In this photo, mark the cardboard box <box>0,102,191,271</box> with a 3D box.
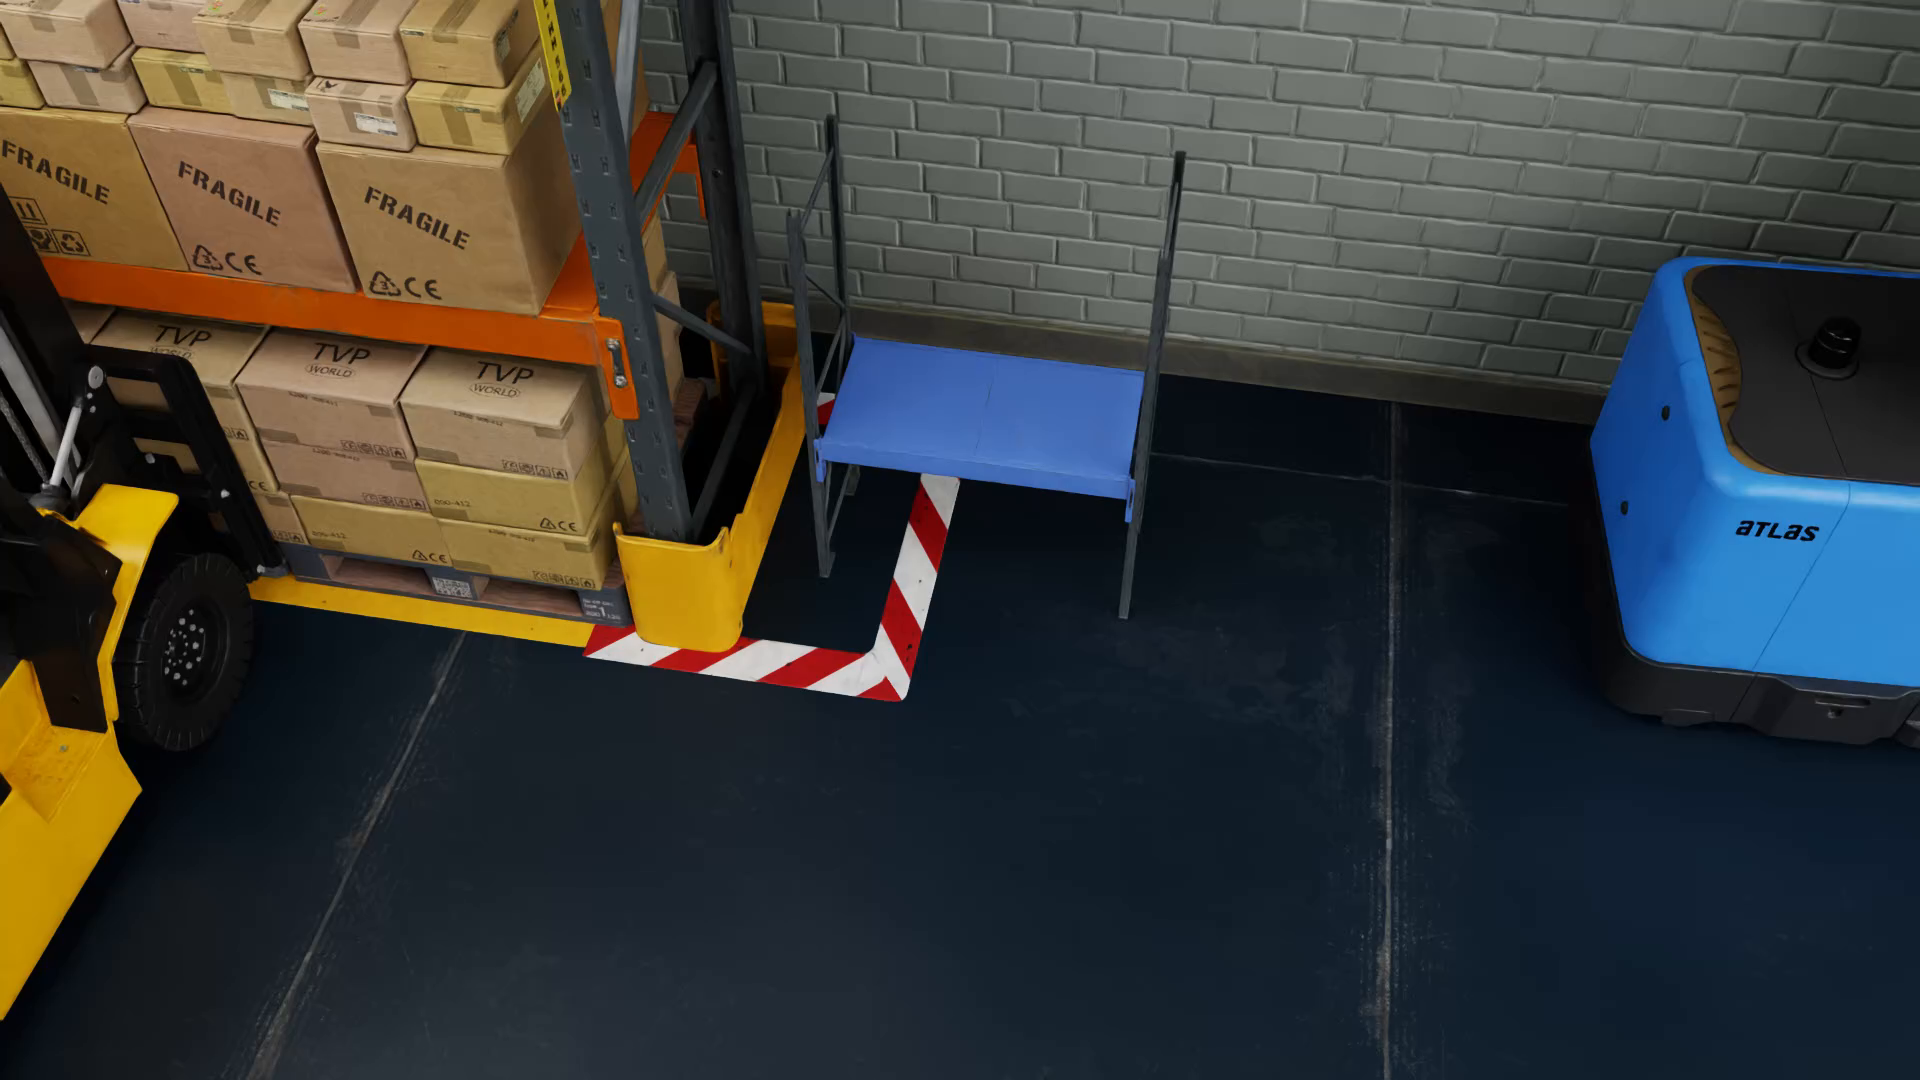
[{"bbox_3d":[-2.373,-1.130,4.682,0.500,0.500,0.500,7,48,6],"label":"cardboard box"}]

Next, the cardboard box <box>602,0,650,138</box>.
[{"bbox_3d":[-1.267,-1.383,4.909,0.500,0.500,0.500,9,49,8],"label":"cardboard box"}]

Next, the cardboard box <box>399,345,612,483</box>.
[{"bbox_3d":[-1.337,-0.469,5.049,0.500,0.250,0.500,9,49,8],"label":"cardboard box"}]

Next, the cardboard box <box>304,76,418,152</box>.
[{"bbox_3d":[-1.477,-1.184,4.294,0.250,0.149,0.380,8,49,7],"label":"cardboard box"}]

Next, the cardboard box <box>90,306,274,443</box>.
[{"bbox_3d":[-2.339,-0.592,5.159,0.500,0.250,0.500,8,49,7],"label":"cardboard box"}]

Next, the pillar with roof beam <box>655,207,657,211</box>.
[{"bbox_3d":[-2.119,-0.687,0.317,0.400,9.000,9.100,8,49,7],"label":"pillar with roof beam"}]

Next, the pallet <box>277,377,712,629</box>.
[{"bbox_3d":[-1.589,-0.220,5.805,1.213,0.211,1.003,8,49,7],"label":"pallet"}]

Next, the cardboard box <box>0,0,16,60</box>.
[{"bbox_3d":[-2.493,-1.419,4.305,0.250,0.149,0.380,9,49,8],"label":"cardboard box"}]

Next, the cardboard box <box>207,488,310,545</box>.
[{"bbox_3d":[-2.326,-0.279,5.550,0.500,0.250,0.500,8,49,7],"label":"cardboard box"}]

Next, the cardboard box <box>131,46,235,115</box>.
[{"bbox_3d":[-1.963,-1.304,4.402,0.250,0.149,0.380,7,48,7],"label":"cardboard box"}]

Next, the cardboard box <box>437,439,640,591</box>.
[{"bbox_3d":[-1.347,-0.133,5.419,0.500,0.250,0.500,8,49,7],"label":"cardboard box"}]

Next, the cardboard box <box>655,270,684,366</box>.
[{"bbox_3d":[-1.255,-0.684,5.578,0.500,0.250,0.500,8,49,8],"label":"cardboard box"}]

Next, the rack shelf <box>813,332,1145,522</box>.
[{"bbox_3d":[0.084,-0.370,5.316,1.000,0.185,0.538,8,49,7],"label":"rack shelf"}]

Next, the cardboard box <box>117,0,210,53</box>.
[{"bbox_3d":[-1.961,-1.436,4.320,0.250,0.149,0.380,8,49,7],"label":"cardboard box"}]

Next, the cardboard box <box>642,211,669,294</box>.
[{"bbox_3d":[-1.268,-0.839,5.381,0.500,0.250,0.500,7,48,6],"label":"cardboard box"}]

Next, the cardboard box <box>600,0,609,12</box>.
[{"bbox_3d":[-1.116,-1.566,4.637,0.250,0.149,0.380,7,48,6],"label":"cardboard box"}]

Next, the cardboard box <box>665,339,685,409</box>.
[{"bbox_3d":[-1.277,-0.510,5.758,0.500,0.250,0.500,8,49,7],"label":"cardboard box"}]

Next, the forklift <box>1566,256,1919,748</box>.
[{"bbox_3d":[3.569,-0.650,4.364,3.031,2.935,1.130,5,48,5],"label":"forklift"}]

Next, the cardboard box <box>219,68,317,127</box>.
[{"bbox_3d":[-1.721,-1.263,4.365,0.250,0.149,0.380,8,49,8],"label":"cardboard box"}]

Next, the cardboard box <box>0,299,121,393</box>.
[{"bbox_3d":[-2.837,-0.664,5.224,0.500,0.250,0.500,7,48,6],"label":"cardboard box"}]

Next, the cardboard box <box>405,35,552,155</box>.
[{"bbox_3d":[-1.220,-1.172,4.283,0.250,0.149,0.380,8,49,7],"label":"cardboard box"}]

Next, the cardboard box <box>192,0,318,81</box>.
[{"bbox_3d":[-1.729,-1.348,4.242,0.250,0.149,0.380,9,49,8],"label":"cardboard box"}]

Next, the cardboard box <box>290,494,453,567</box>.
[{"bbox_3d":[-1.835,-0.206,5.485,0.500,0.250,0.500,8,49,7],"label":"cardboard box"}]

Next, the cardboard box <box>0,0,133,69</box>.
[{"bbox_3d":[-2.237,-1.389,4.278,0.250,0.149,0.380,9,49,8],"label":"cardboard box"}]

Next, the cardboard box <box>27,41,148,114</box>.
[{"bbox_3d":[-2.234,-1.305,4.403,0.250,0.149,0.380,6,48,6],"label":"cardboard box"}]

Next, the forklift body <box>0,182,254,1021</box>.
[{"bbox_3d":[-3.019,0.287,4.046,1.214,2.155,2.313,8,49,7],"label":"forklift body"}]

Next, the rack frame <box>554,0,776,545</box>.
[{"bbox_3d":[-0.829,-1.081,4.705,0.127,3.000,1.000,8,49,7],"label":"rack frame"}]

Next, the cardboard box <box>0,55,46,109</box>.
[{"bbox_3d":[-2.486,-1.324,4.420,0.250,0.149,0.380,8,49,7],"label":"cardboard box"}]

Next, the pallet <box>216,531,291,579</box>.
[{"bbox_3d":[-2.786,-0.383,5.952,1.213,0.211,1.003,8,49,7],"label":"pallet"}]

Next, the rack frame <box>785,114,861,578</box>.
[{"bbox_3d":[-0.416,-0.557,5.242,0.032,1.500,0.500,8,49,7],"label":"rack frame"}]

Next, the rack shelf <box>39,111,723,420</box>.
[{"bbox_3d":[-2.797,-1.105,5.210,4.000,0.370,1.077,8,49,7],"label":"rack shelf"}]

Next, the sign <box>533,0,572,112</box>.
[{"bbox_3d":[-0.939,-1.152,3.831,0.005,0.325,0.100,8,49,7],"label":"sign"}]

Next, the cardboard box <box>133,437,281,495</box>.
[{"bbox_3d":[-2.367,-0.432,5.352,0.500,0.250,0.500,7,48,6],"label":"cardboard box"}]

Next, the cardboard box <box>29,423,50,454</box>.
[{"bbox_3d":[-2.858,-0.501,5.414,0.500,0.250,0.500,8,48,7],"label":"cardboard box"}]

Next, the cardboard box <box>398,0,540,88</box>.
[{"bbox_3d":[-1.219,-1.324,4.220,0.250,0.149,0.380,8,49,7],"label":"cardboard box"}]

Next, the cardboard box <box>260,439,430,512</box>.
[{"bbox_3d":[-1.855,-0.379,5.304,0.500,0.250,0.500,7,48,6],"label":"cardboard box"}]

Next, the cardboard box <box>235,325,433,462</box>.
[{"bbox_3d":[-1.841,-0.532,5.106,0.500,0.250,0.500,8,49,8],"label":"cardboard box"}]

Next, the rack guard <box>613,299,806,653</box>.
[{"bbox_3d":[-0.805,-0.242,5.632,0.348,0.500,1.175,8,49,7],"label":"rack guard"}]

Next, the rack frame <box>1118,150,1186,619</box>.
[{"bbox_3d":[0.584,-0.423,5.122,0.032,1.500,0.500,8,49,7],"label":"rack frame"}]

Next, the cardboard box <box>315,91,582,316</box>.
[{"bbox_3d":[-1.360,-0.987,4.553,0.500,0.500,0.500,7,48,6],"label":"cardboard box"}]

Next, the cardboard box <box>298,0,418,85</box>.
[{"bbox_3d":[-1.467,-1.334,4.228,0.250,0.149,0.380,8,49,7],"label":"cardboard box"}]

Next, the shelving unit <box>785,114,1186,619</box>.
[{"bbox_3d":[0.084,-0.490,5.182,1.048,1.500,0.538,8,49,7],"label":"shelving unit"}]

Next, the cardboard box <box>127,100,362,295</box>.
[{"bbox_3d":[-1.869,-1.063,4.621,0.500,0.500,0.500,9,49,8],"label":"cardboard box"}]

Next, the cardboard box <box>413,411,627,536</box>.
[{"bbox_3d":[-1.363,-0.305,5.238,0.500,0.250,0.500,7,48,6],"label":"cardboard box"}]
